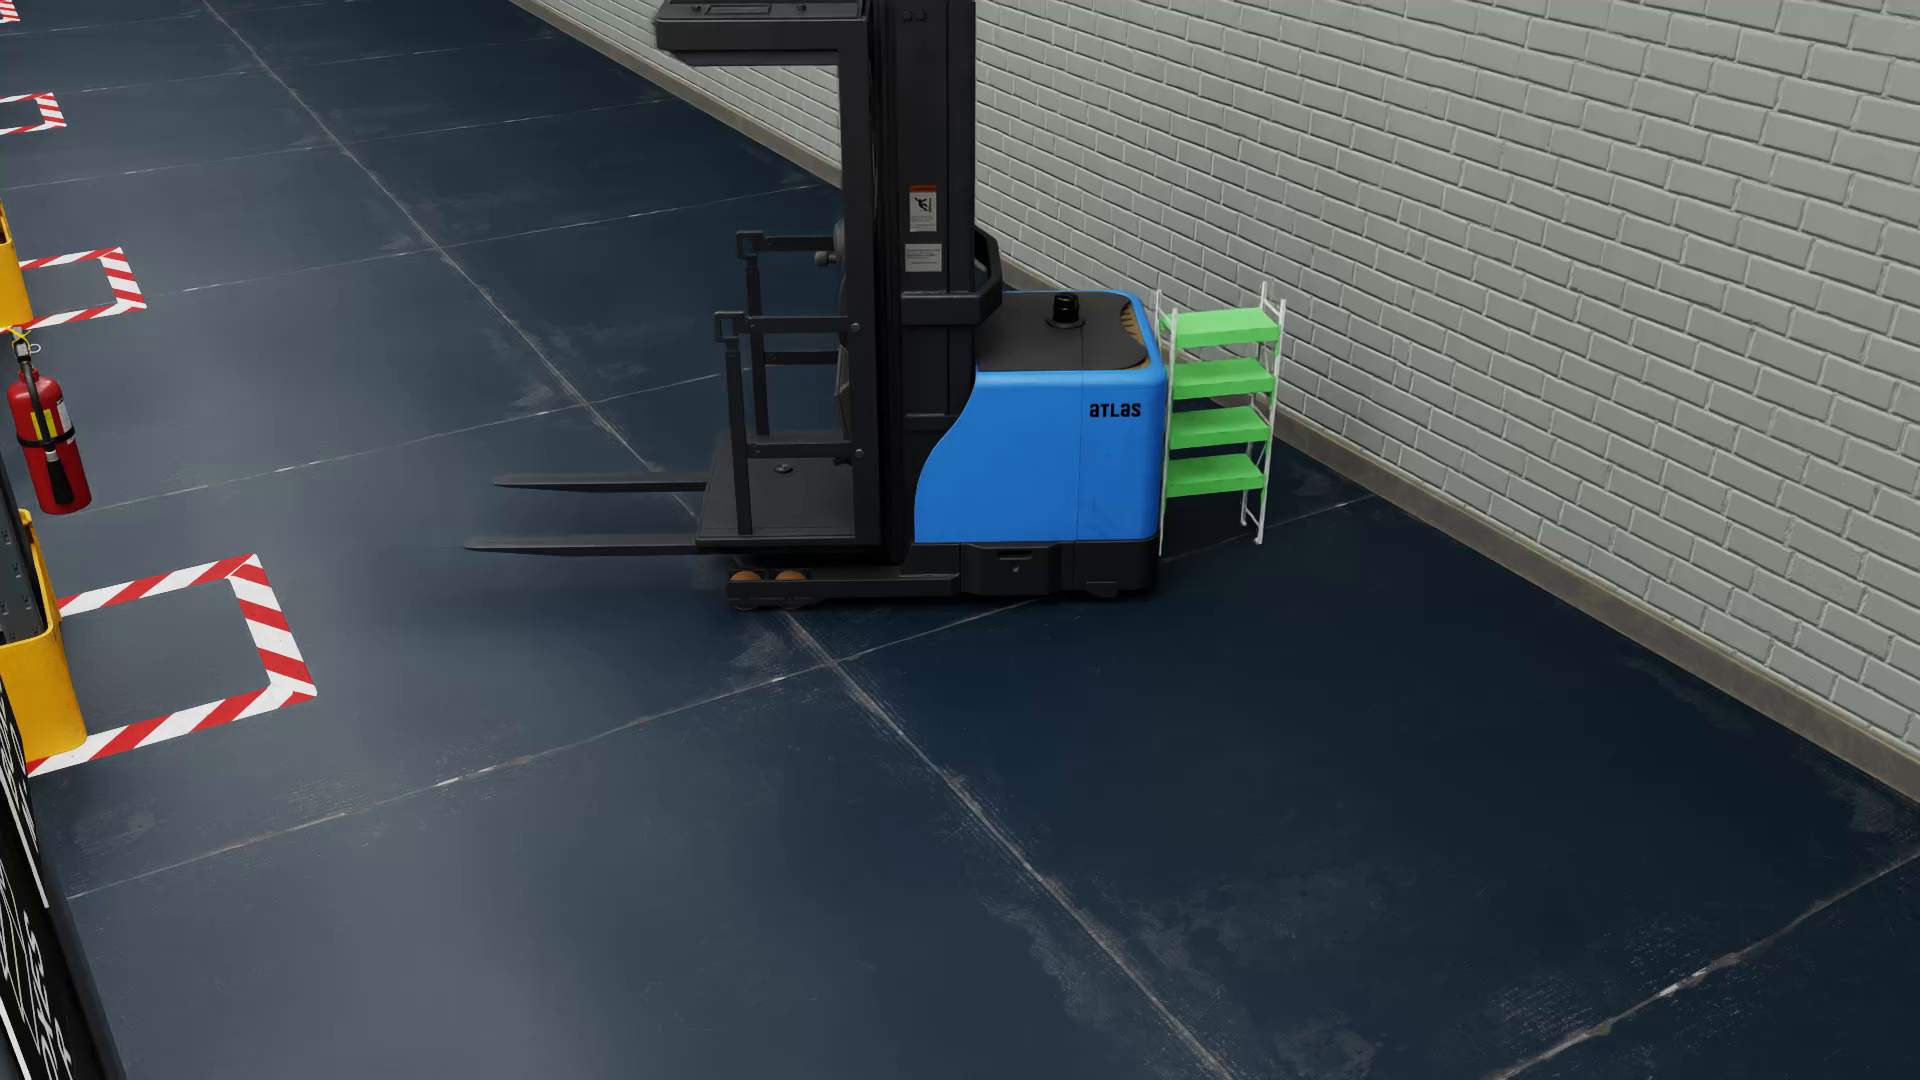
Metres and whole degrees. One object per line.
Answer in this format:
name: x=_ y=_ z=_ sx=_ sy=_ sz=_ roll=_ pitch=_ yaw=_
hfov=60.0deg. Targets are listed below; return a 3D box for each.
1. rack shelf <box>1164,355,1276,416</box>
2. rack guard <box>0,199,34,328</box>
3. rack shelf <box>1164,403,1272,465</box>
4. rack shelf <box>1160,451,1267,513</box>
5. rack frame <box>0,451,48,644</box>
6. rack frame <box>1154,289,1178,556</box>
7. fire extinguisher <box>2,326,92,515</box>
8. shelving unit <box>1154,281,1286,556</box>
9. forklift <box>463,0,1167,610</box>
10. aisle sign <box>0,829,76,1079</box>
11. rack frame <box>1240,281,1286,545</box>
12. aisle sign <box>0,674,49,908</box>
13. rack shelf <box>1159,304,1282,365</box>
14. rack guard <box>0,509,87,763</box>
rack shelf: x=1.129 y=-0.690 z=7.393 sx=0.480 sy=0.148 sz=0.258 roll=-6 pitch=29 yaw=-11
rack guard: x=-6.100 y=-1.753 z=10.409 sx=0.348 sy=0.500 sz=1.175 roll=-16 pitch=33 yaw=-26
rack shelf: x=1.129 y=-0.479 z=7.509 sx=0.480 sy=0.148 sz=0.258 roll=-6 pitch=29 yaw=-11
rack shelf: x=1.129 y=-0.269 z=7.625 sx=0.480 sy=0.148 sz=0.258 roll=-6 pitch=29 yaw=-11
rack frame: x=-3.696 y=-0.750 z=6.005 sx=0.127 sy=3.000 sz=1.000 roll=-16 pitch=33 yaw=-26
rack frame: x=0.890 y=-0.511 z=7.434 sx=0.015 sy=1.200 sz=0.240 roll=-6 pitch=29 yaw=-11
fire extinguisher: x=-3.245 y=-0.423 z=5.877 sx=0.183 sy=0.674 sz=0.296 roll=-16 pitch=33 yaw=-26
shelving unit: x=1.129 y=-0.535 z=7.478 sx=0.503 sy=1.200 sz=0.258 roll=-6 pitch=29 yaw=-11
forklift: x=-0.661 y=-1.239 z=6.962 sx=3.031 sy=2.935 sz=1.130 roll=-1 pitch=29 yaw=-1
aisle sign: x=-0.882 y=0.260 z=1.483 sx=0.004 sy=0.787 sz=0.394 roll=-16 pitch=33 yaw=-26
rack frame: x=1.367 y=-0.560 z=7.523 sx=0.015 sy=1.200 sz=0.240 roll=-6 pitch=29 yaw=-11
aisle sign: x=-1.185 y=0.010 z=1.936 sx=0.004 sy=0.787 sz=0.394 roll=-16 pitch=33 yaw=-26
rack shelf: x=1.129 y=-0.900 z=7.277 sx=0.480 sy=0.148 sz=0.258 roll=-6 pitch=29 yaw=-11
rack guard: x=-3.761 y=0.363 z=6.575 sx=0.348 sy=0.500 sz=1.175 roll=-16 pitch=33 yaw=-26
